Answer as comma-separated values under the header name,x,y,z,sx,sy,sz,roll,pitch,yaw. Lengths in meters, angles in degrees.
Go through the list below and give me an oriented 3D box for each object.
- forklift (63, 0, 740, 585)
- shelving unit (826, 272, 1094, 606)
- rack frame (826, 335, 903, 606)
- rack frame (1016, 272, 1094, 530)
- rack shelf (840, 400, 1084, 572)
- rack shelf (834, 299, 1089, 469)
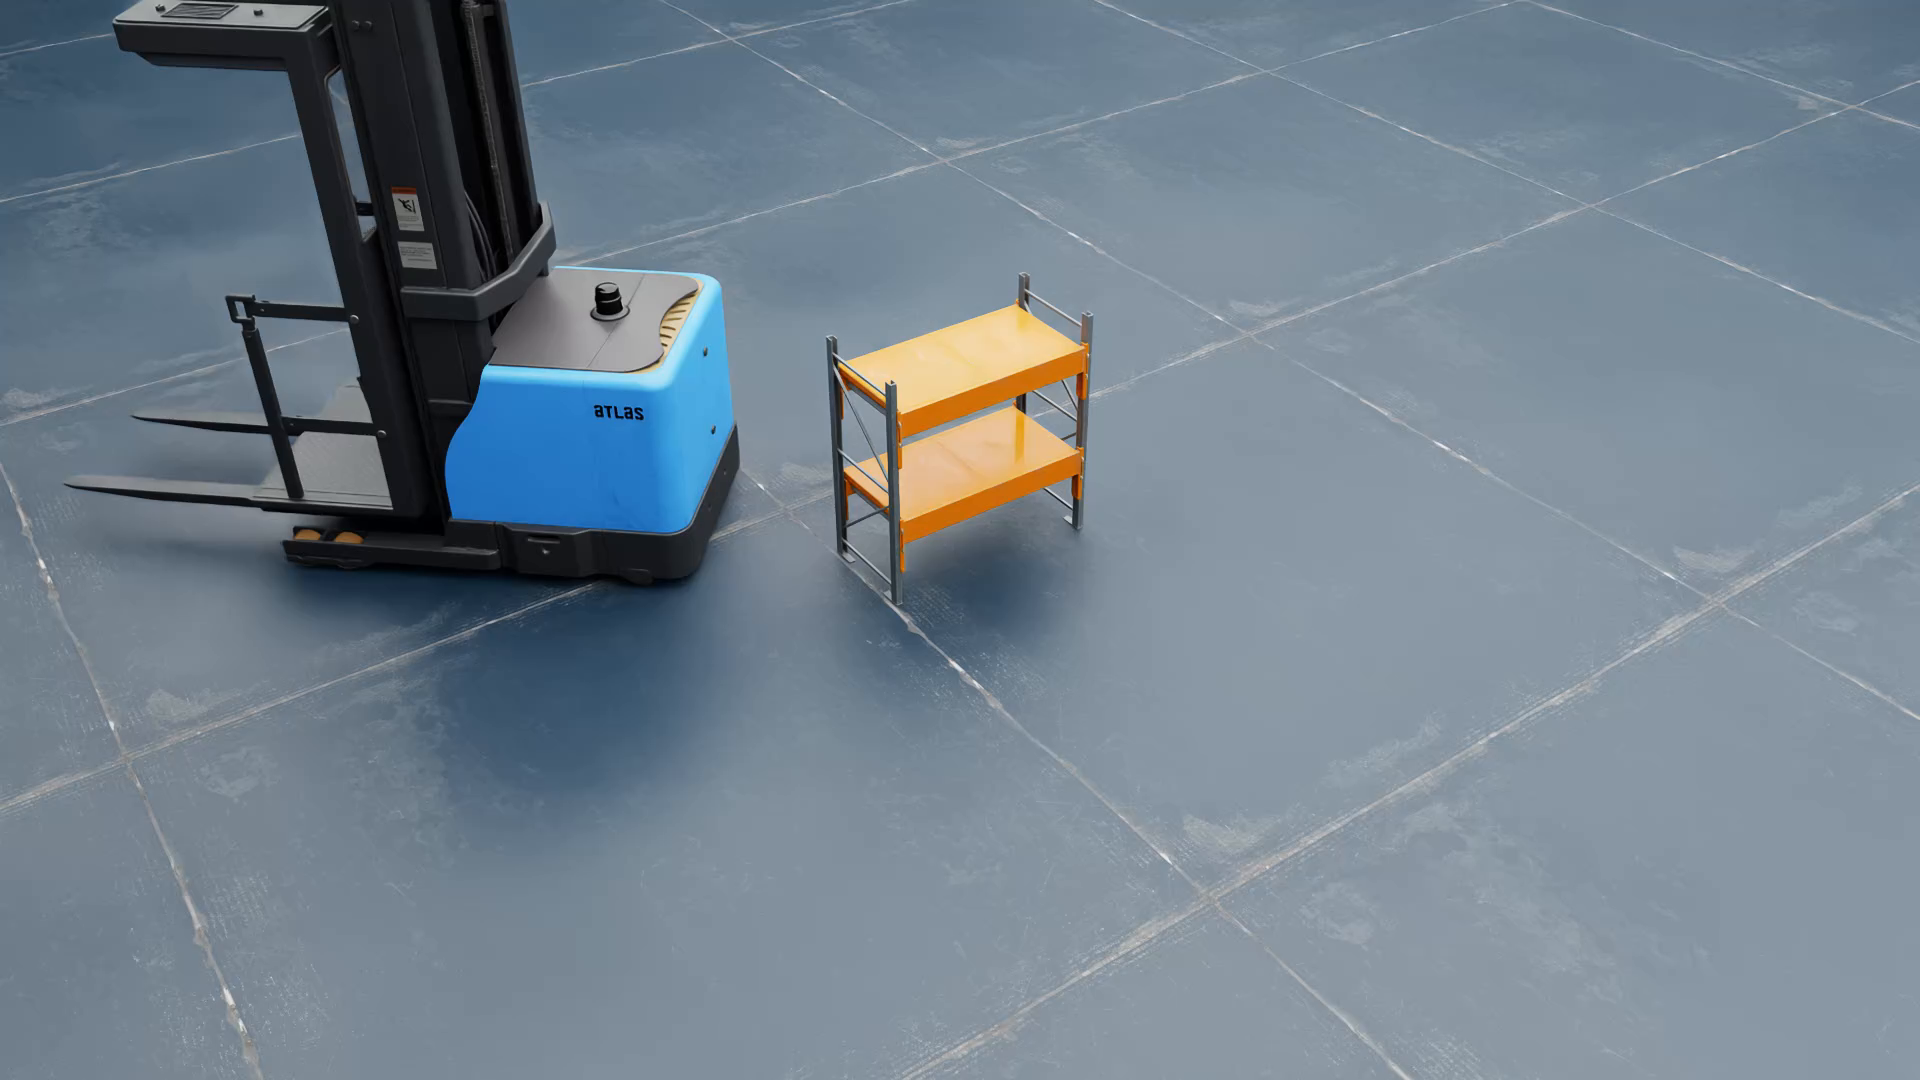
name,x,y,z,sx,sy,sz,roll,pitch,yaw
forklift,-2.631,-1.359,7.130,3.031,2.935,1.130,4,36,6
shelving unit,0.006,-0.459,7.425,1.048,1.125,0.538,-22,41,-28
rack frame,-0.410,-0.288,7.187,0.032,1.125,0.500,-22,41,-28
rack frame,0.421,-0.630,7.662,0.032,1.125,0.500,-22,41,-28
rack shelf,0.006,-0.260,7.567,1.000,0.278,0.538,-22,41,-28
rack shelf,0.006,-0.697,7.254,1.000,0.278,0.538,-22,41,-28
